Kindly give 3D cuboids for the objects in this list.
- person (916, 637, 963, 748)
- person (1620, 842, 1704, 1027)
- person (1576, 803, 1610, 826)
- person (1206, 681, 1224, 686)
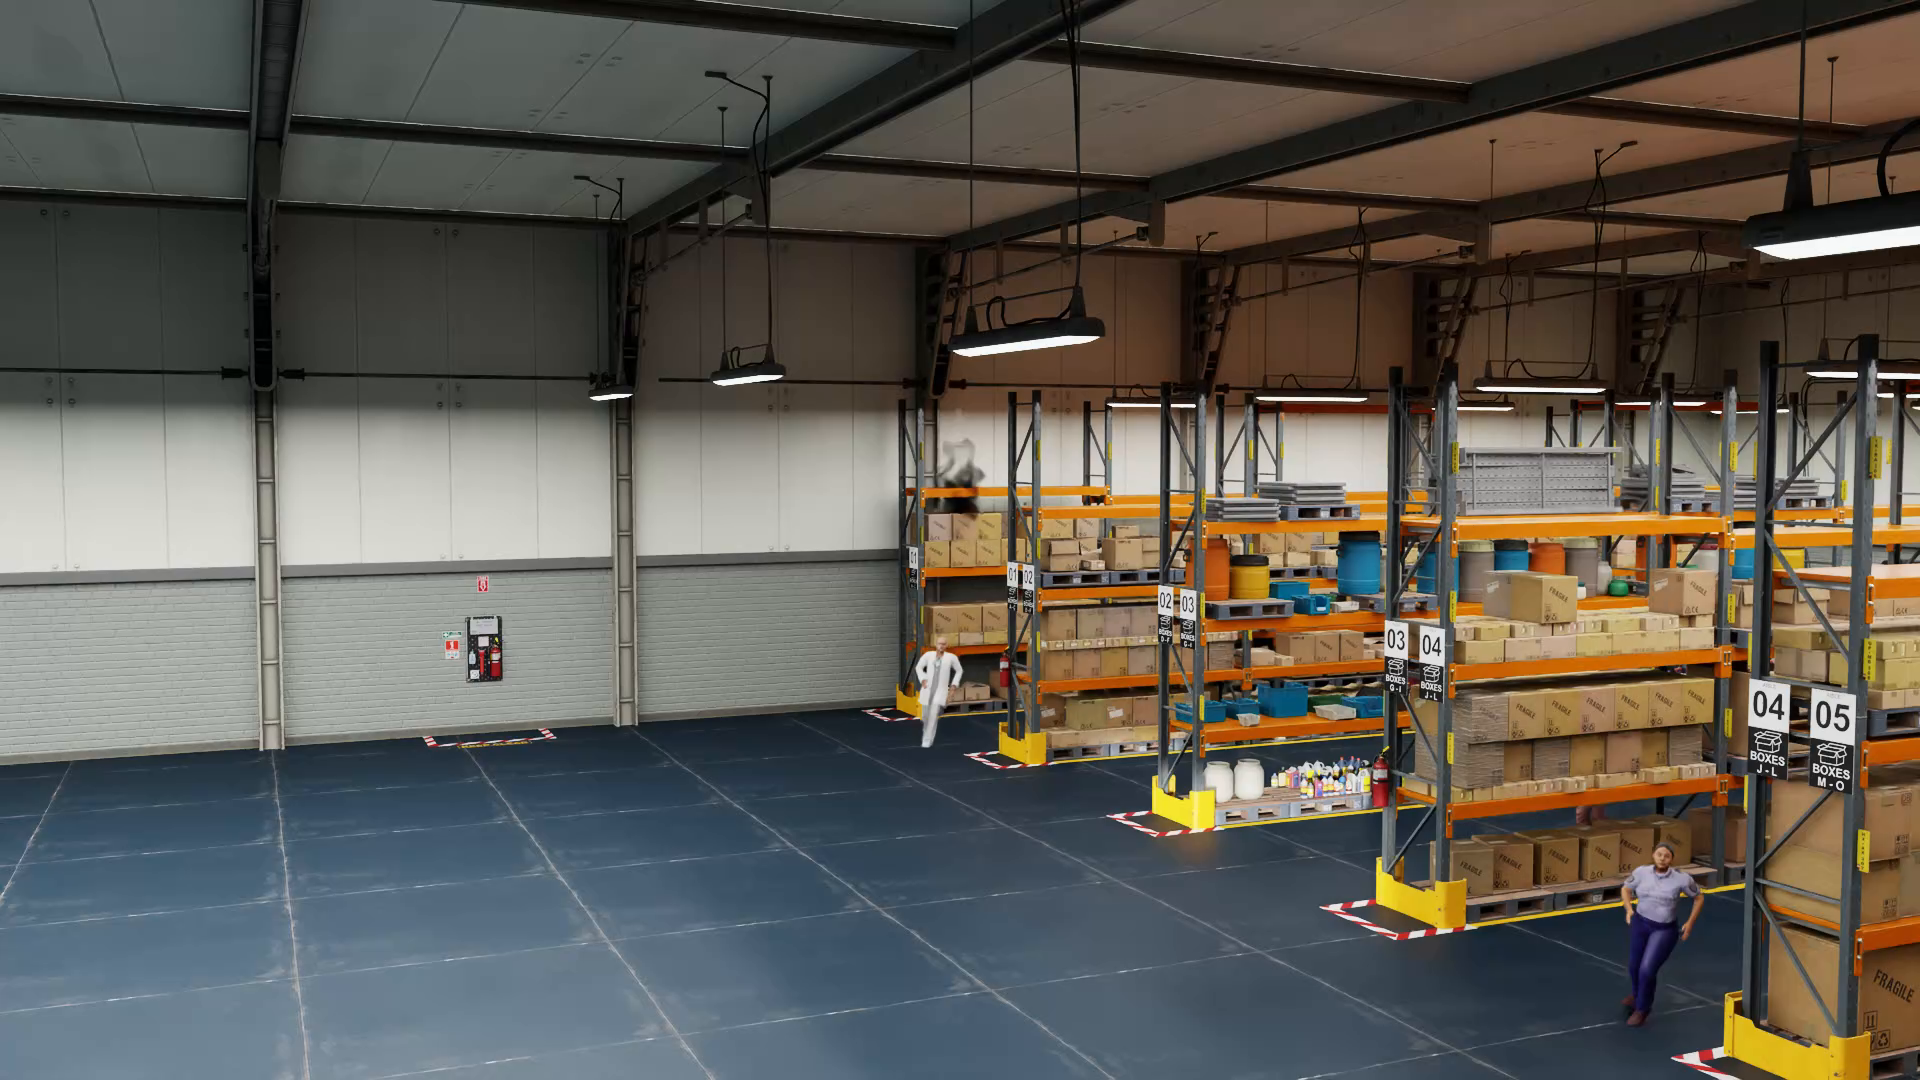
[{"bbox_3d":[-0.346,2.451,26.774,0.768,1.785,0.823,0,3,8],"label":"person"},{"bbox_3d":[6.197,3.503,14.808,0.680,1.665,0.689,-3,5,-44],"label":"person"},{"bbox_3d":[7.987,3.104,20.888,0.803,1.656,0.597,-2,4,-30],"label":"person"},{"bbox_3d":[4.670,2.597,30.556,0.552,1.554,0.534,-1,4,-24],"label":"person"}]
